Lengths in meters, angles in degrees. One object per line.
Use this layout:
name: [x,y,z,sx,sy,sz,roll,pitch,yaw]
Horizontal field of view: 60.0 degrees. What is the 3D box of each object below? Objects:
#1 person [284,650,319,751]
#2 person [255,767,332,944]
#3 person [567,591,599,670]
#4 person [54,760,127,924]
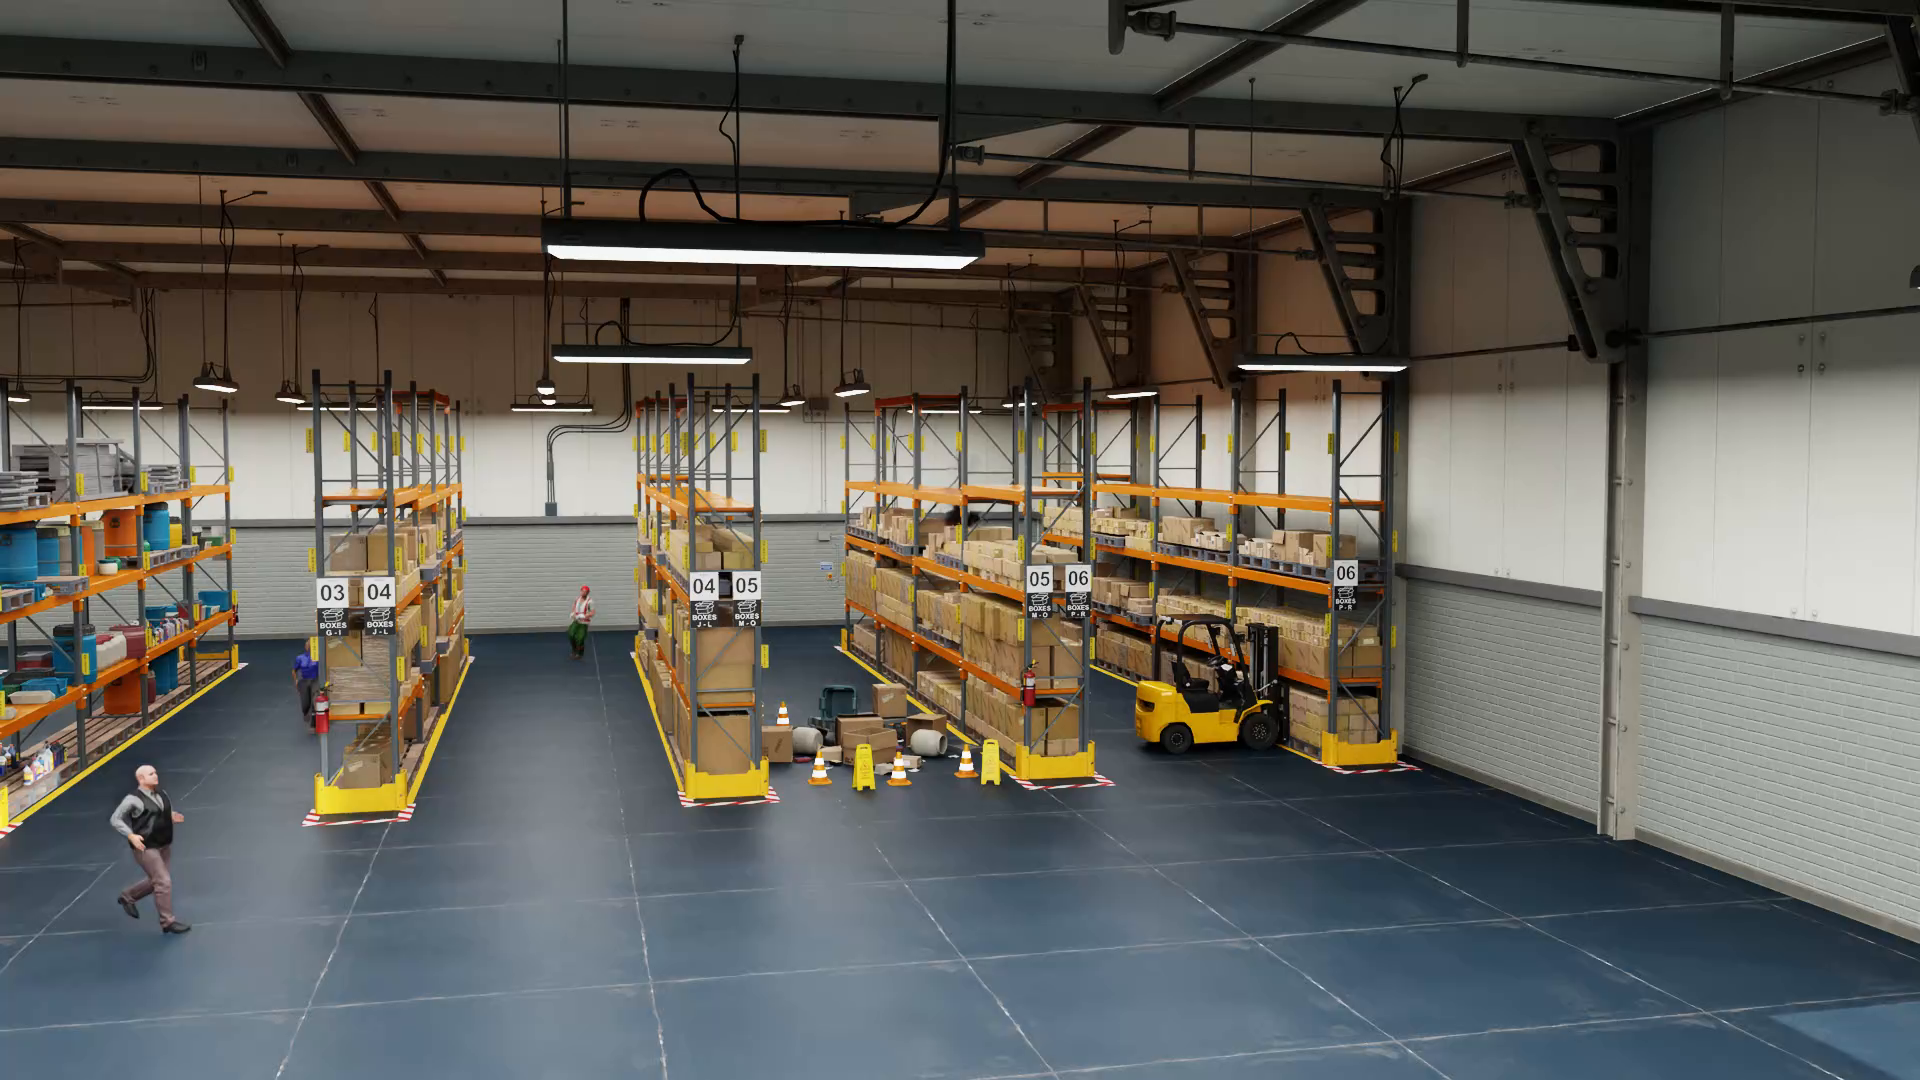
person: [-10.824,2.620,27.373,0.565,1.615,0.835,-1,4,-23]
person: [-6.689,3.155,16.757,0.841,1.749,0.649,0,3,8]
person: [-8.373,2.005,36.946,0.685,1.736,0.557,-1,3,-10]
person: [-9.039,3.149,17.330,0.603,1.715,0.673,1,3,10]
